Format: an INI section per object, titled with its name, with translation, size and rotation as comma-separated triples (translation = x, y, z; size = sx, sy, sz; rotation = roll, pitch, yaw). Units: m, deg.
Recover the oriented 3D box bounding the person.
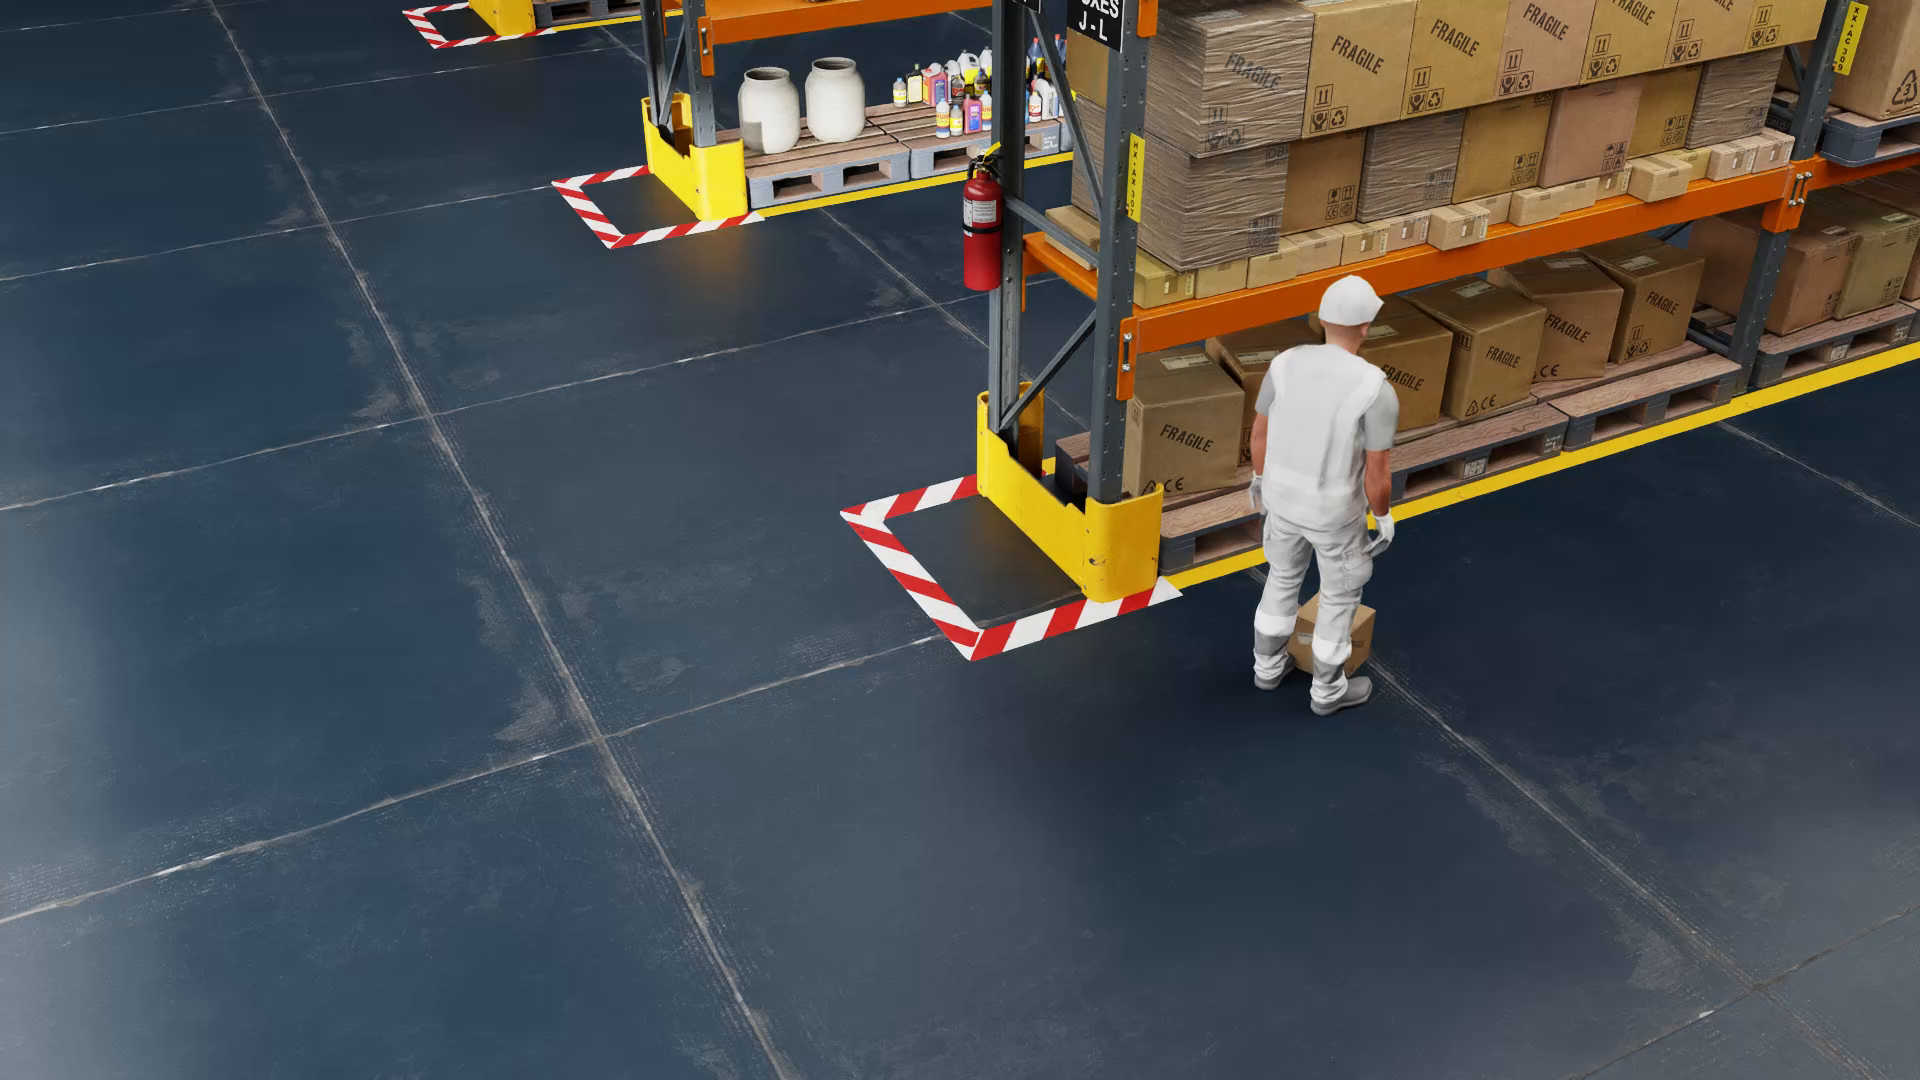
[person]
translation = 1.382, -0.151, 6.362
size = 0.608, 1.777, 0.453
rotation = 25, 40, 33
